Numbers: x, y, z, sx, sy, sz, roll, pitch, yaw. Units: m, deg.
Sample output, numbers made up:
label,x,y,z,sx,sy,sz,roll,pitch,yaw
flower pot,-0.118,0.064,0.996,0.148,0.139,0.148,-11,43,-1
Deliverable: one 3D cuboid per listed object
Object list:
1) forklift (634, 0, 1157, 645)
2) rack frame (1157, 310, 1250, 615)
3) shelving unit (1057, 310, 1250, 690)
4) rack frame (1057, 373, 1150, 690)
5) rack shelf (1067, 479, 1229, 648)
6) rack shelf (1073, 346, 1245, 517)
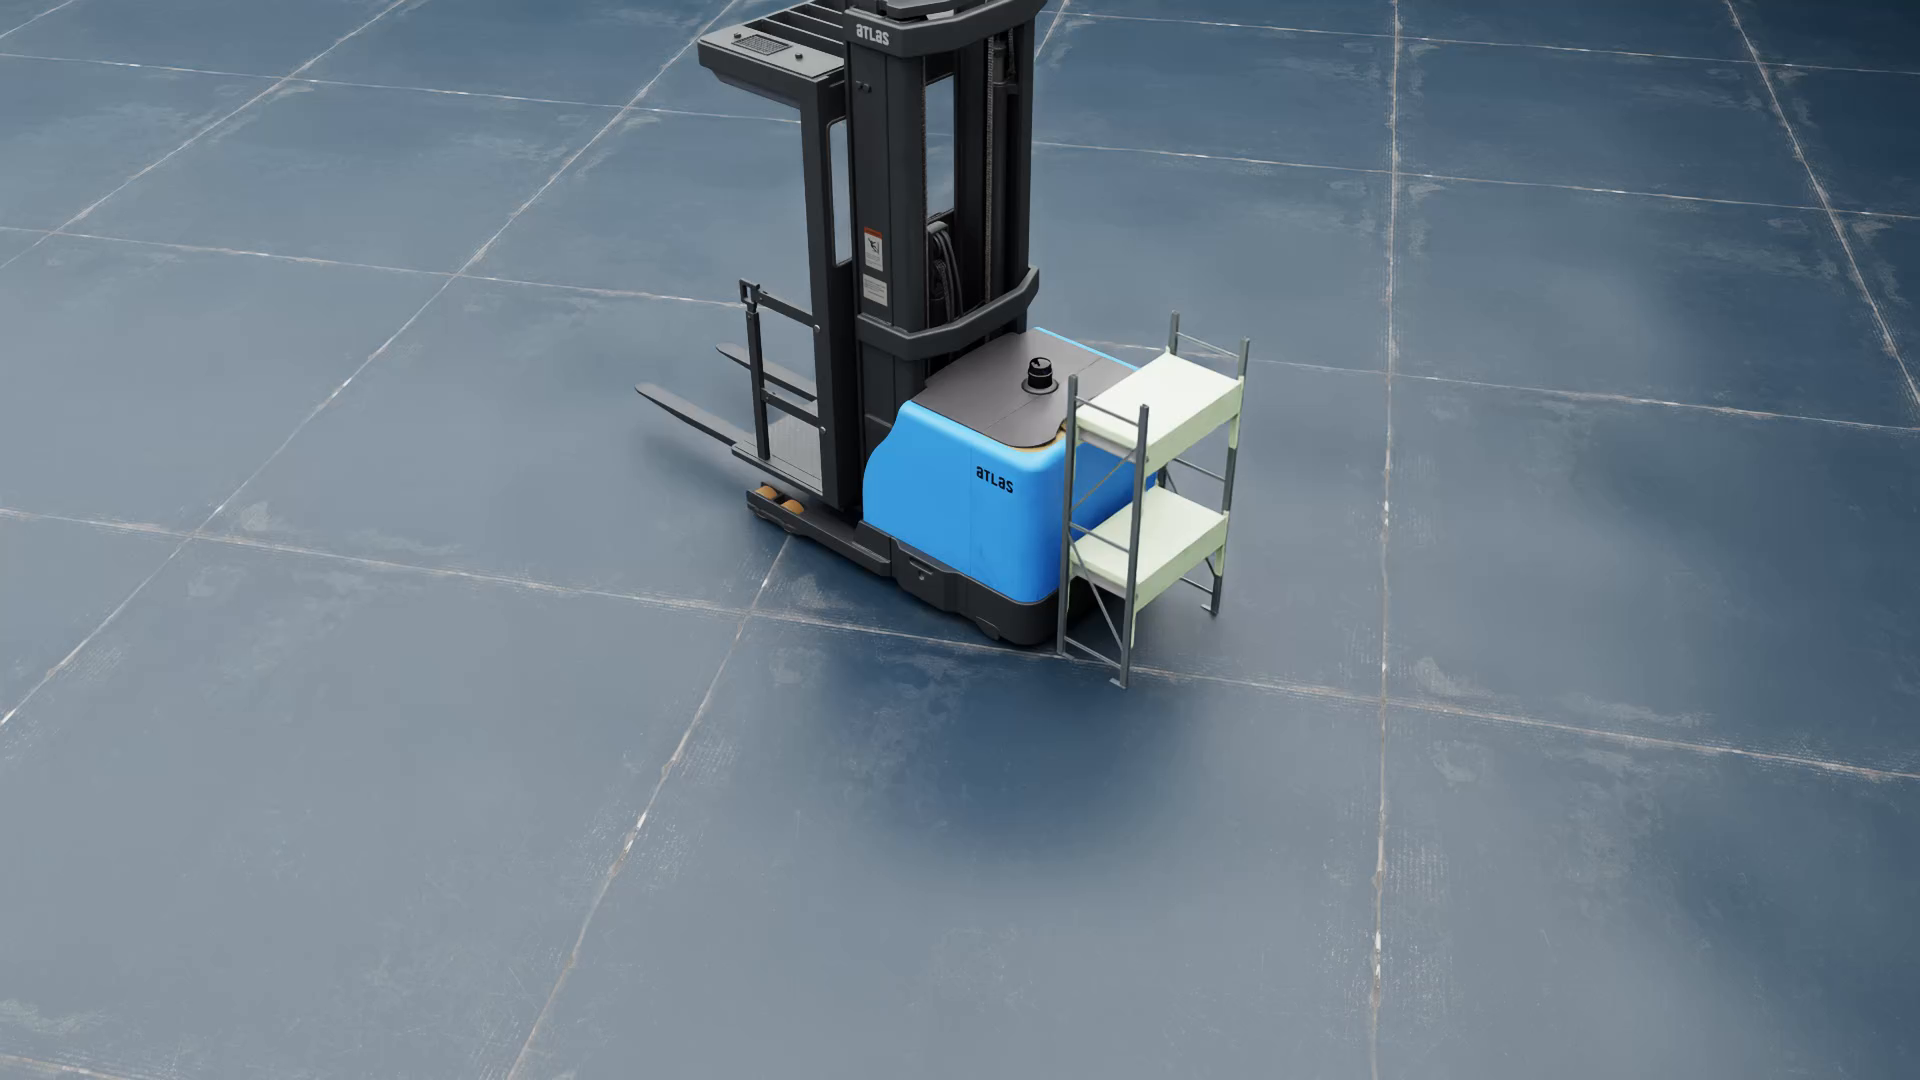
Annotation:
label,x,y,z,sx,sy,sz,roll,pitch,yaw
forklift,-0.474,-1.431,7.997,3.031,2.935,1.130,27,44,32
rack frame,1.092,-0.329,7.695,0.400,1.500,0.023,27,44,32
shelving unit,0.850,-0.167,7.472,0.431,1.500,0.755,27,44,32
rack frame,0.609,-0.006,7.250,0.400,1.500,0.023,27,44,32
rack shelf,0.851,0.097,7.663,0.431,0.370,0.720,27,44,32
rack shelf,0.850,-0.484,7.244,0.431,0.370,0.720,27,44,32
